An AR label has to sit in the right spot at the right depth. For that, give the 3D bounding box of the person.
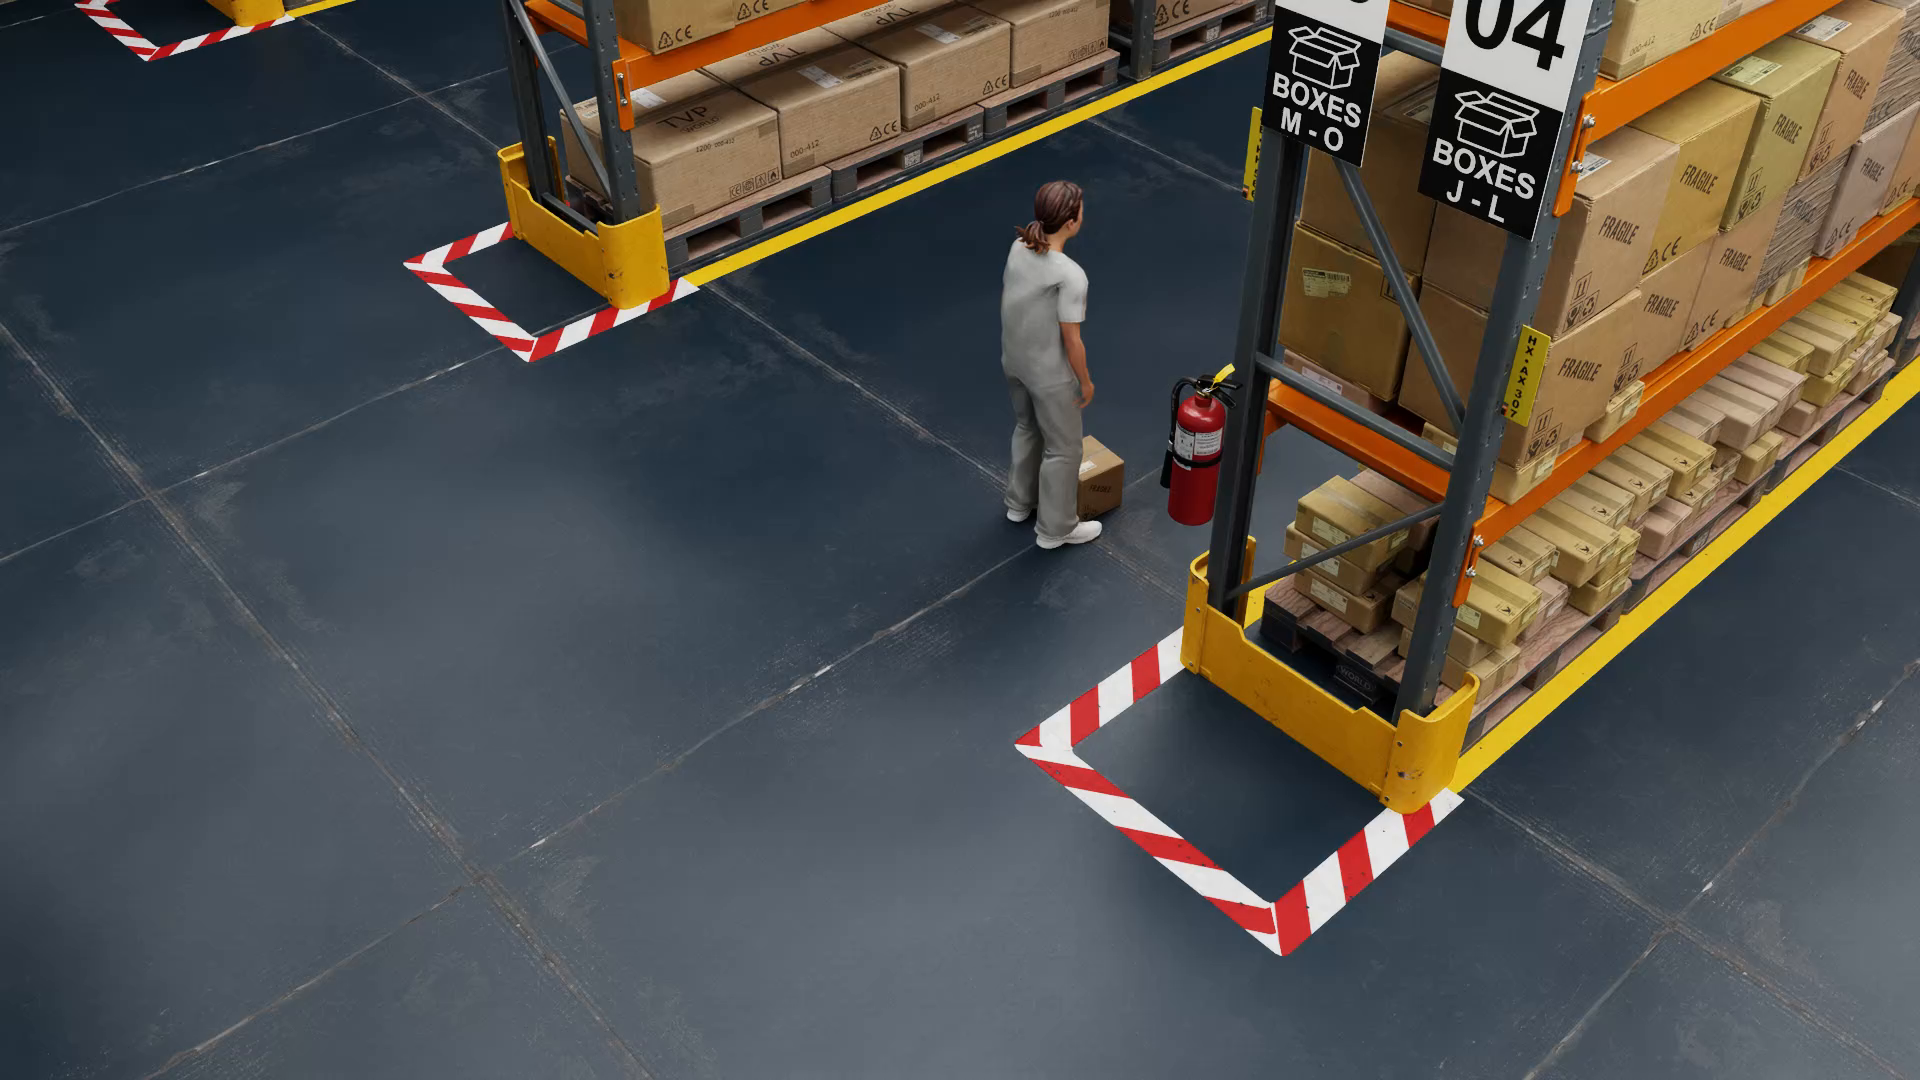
[{"bbox_3d":[0.371,-0.733,7.031,0.361,1.673,0.511,-25,46,-27],"label":"person"}]
